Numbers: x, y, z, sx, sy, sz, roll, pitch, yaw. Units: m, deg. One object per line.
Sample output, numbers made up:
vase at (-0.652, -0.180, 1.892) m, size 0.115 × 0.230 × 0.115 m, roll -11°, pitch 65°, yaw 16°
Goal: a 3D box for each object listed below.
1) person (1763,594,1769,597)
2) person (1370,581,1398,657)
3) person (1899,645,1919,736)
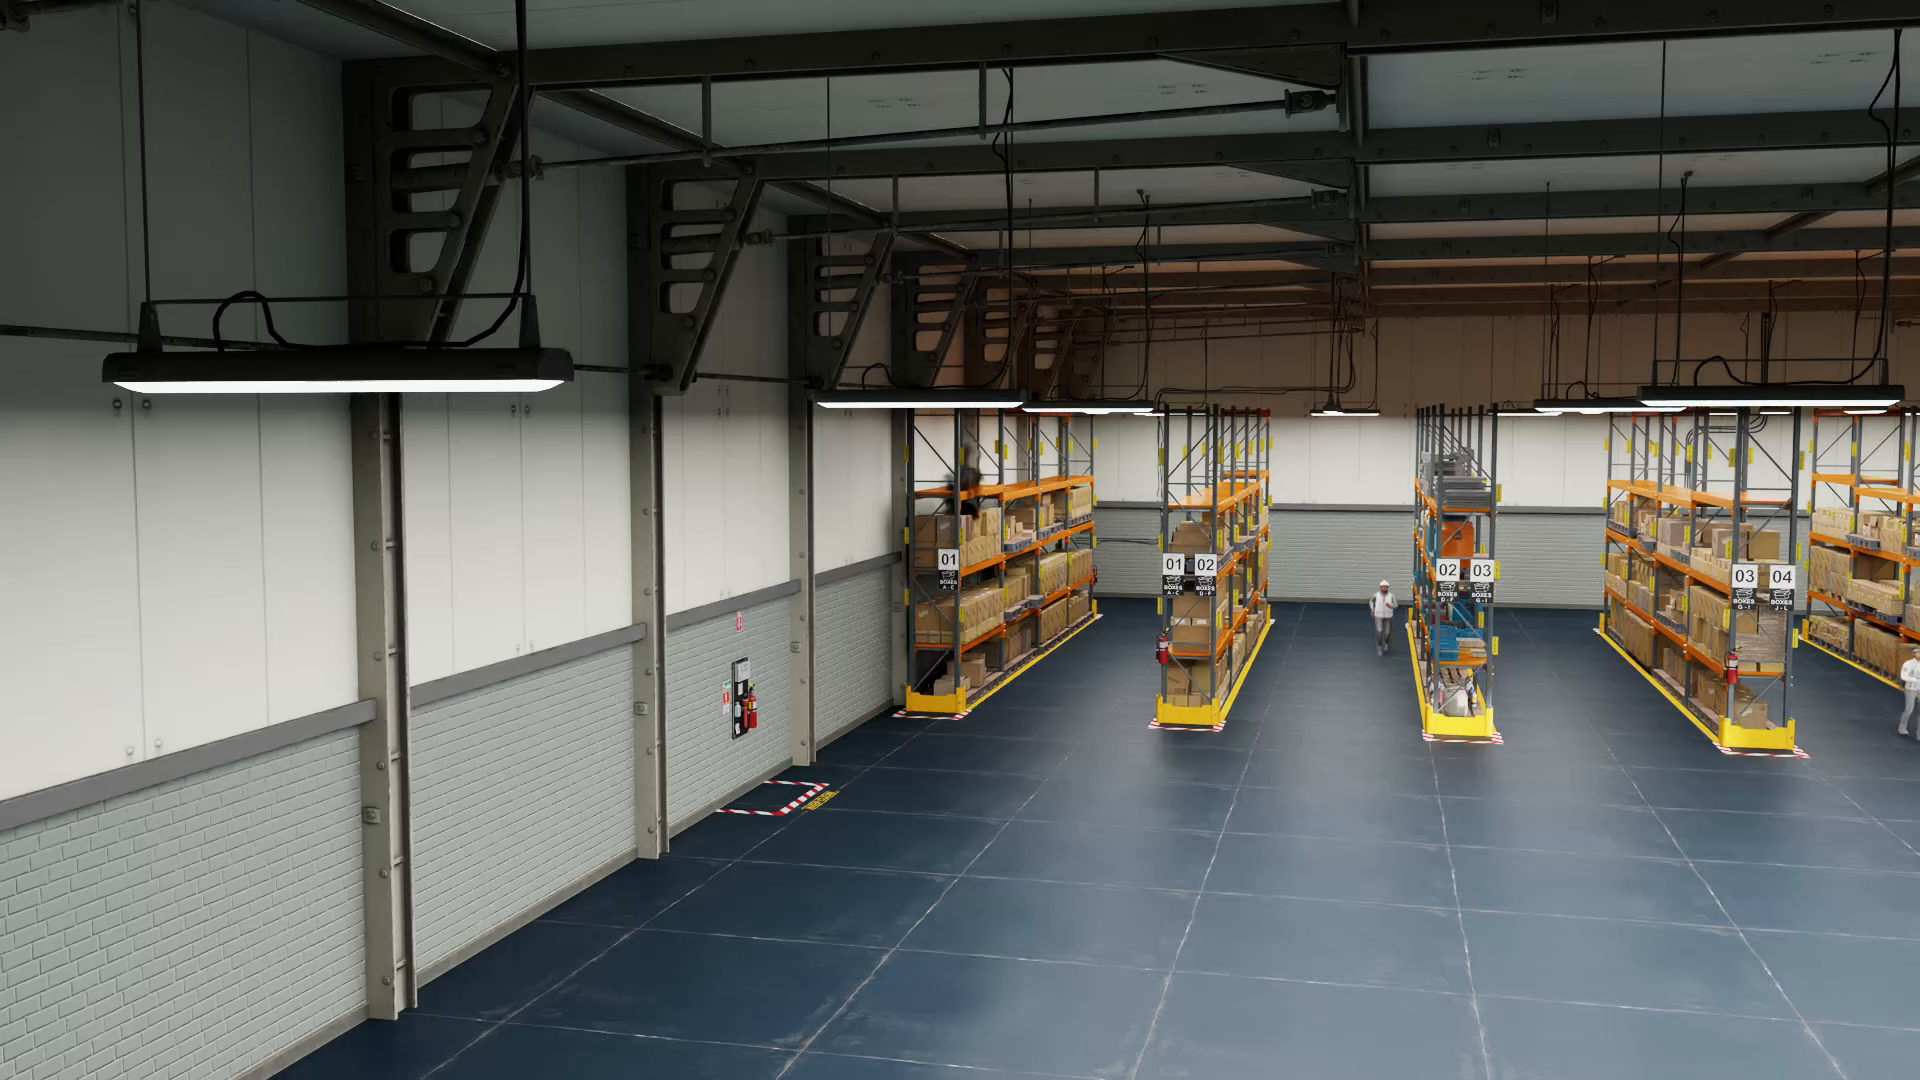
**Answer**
person at (20.643, 1.774, 43.082) m, size 0.869 × 1.613 × 0.647 m, roll -4°, pitch 6°, yaw -45°
person at (10.283, 1.881, 40.356) m, size 0.643 × 1.796 × 0.901 m, roll 1°, pitch 4°, yaw 11°
person at (17.066, 2.733, 29.670) m, size 0.631 × 1.770 × 0.739 m, roll 0°, pitch 4°, yaw 3°
